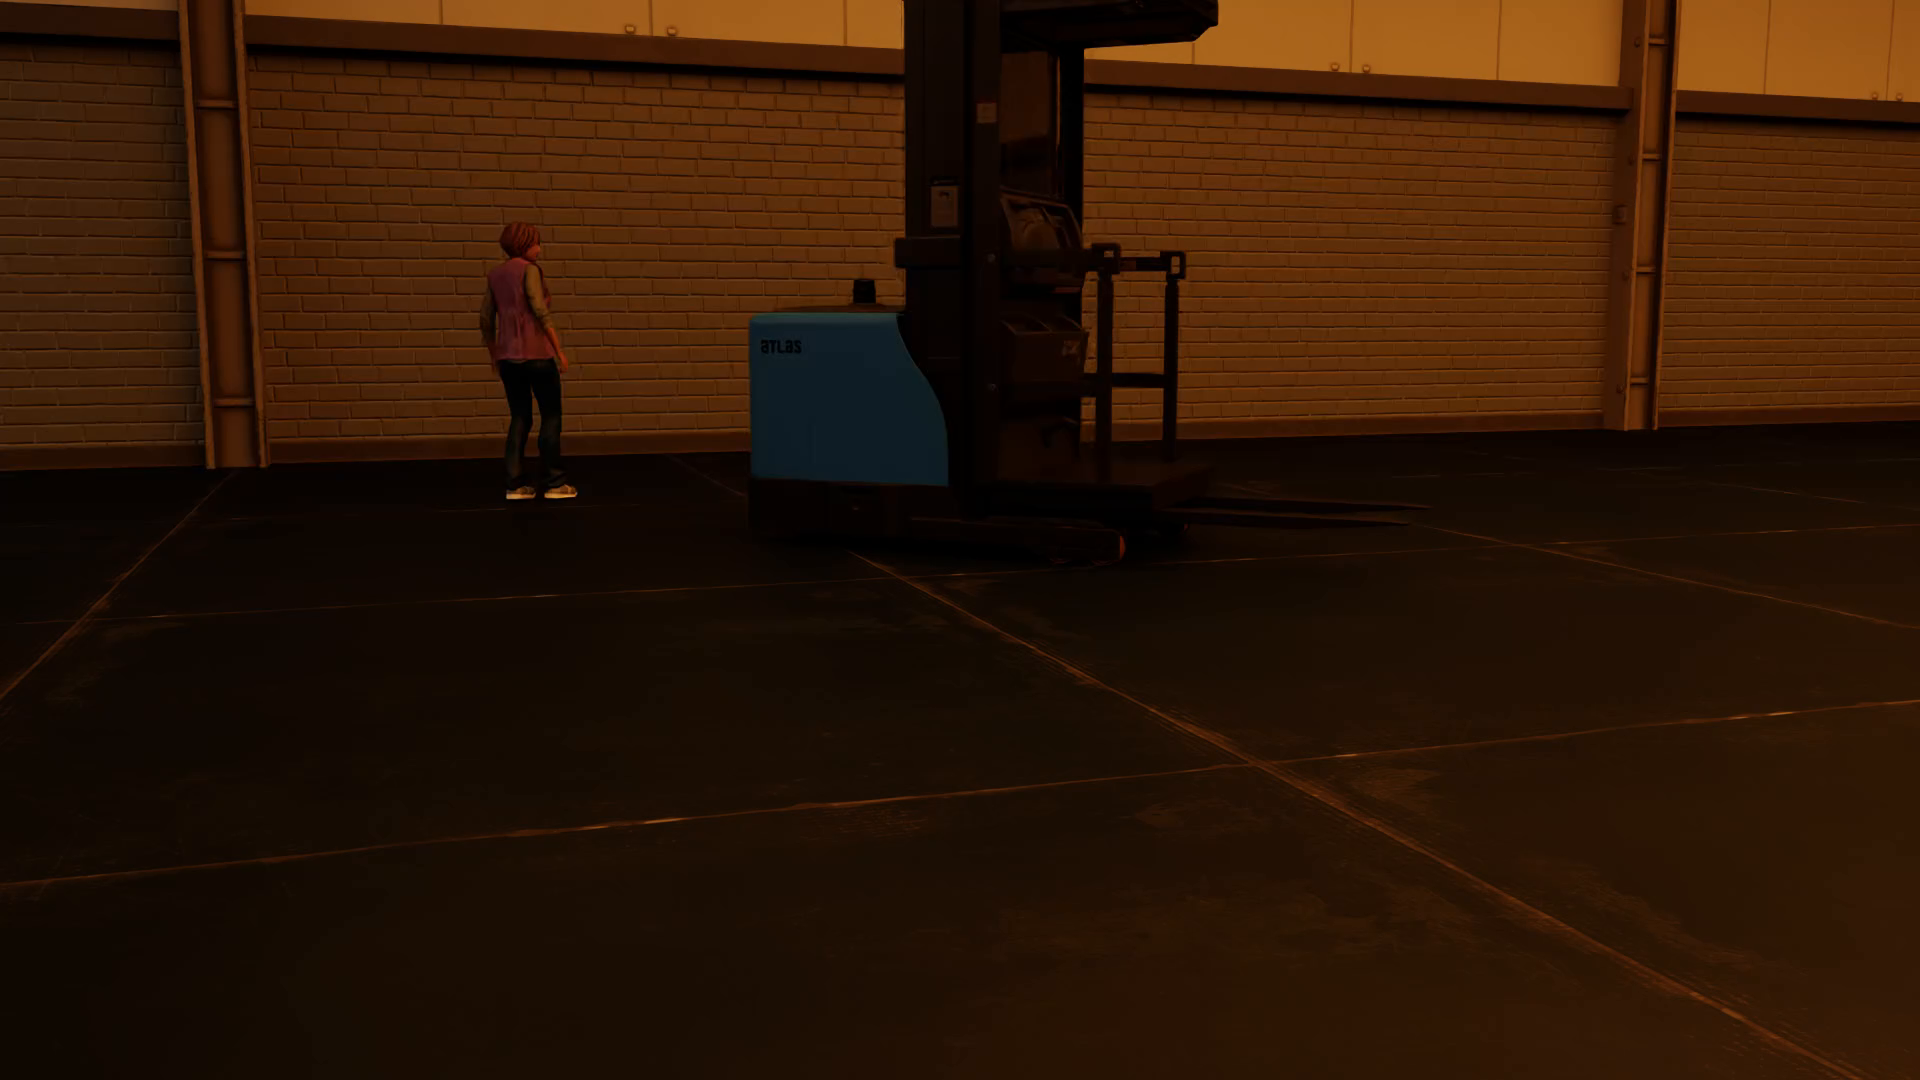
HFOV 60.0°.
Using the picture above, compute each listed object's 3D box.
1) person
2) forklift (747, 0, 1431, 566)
[{"bbox_3d":[-2.462,-1.024,9.563,0.579,1.592,0.417,4,9,25],"label":"person"},{"bbox_3d":[0.564,-1.420,7.491,3.031,2.935,1.130,3,8,23],"label":"forklift"}]
